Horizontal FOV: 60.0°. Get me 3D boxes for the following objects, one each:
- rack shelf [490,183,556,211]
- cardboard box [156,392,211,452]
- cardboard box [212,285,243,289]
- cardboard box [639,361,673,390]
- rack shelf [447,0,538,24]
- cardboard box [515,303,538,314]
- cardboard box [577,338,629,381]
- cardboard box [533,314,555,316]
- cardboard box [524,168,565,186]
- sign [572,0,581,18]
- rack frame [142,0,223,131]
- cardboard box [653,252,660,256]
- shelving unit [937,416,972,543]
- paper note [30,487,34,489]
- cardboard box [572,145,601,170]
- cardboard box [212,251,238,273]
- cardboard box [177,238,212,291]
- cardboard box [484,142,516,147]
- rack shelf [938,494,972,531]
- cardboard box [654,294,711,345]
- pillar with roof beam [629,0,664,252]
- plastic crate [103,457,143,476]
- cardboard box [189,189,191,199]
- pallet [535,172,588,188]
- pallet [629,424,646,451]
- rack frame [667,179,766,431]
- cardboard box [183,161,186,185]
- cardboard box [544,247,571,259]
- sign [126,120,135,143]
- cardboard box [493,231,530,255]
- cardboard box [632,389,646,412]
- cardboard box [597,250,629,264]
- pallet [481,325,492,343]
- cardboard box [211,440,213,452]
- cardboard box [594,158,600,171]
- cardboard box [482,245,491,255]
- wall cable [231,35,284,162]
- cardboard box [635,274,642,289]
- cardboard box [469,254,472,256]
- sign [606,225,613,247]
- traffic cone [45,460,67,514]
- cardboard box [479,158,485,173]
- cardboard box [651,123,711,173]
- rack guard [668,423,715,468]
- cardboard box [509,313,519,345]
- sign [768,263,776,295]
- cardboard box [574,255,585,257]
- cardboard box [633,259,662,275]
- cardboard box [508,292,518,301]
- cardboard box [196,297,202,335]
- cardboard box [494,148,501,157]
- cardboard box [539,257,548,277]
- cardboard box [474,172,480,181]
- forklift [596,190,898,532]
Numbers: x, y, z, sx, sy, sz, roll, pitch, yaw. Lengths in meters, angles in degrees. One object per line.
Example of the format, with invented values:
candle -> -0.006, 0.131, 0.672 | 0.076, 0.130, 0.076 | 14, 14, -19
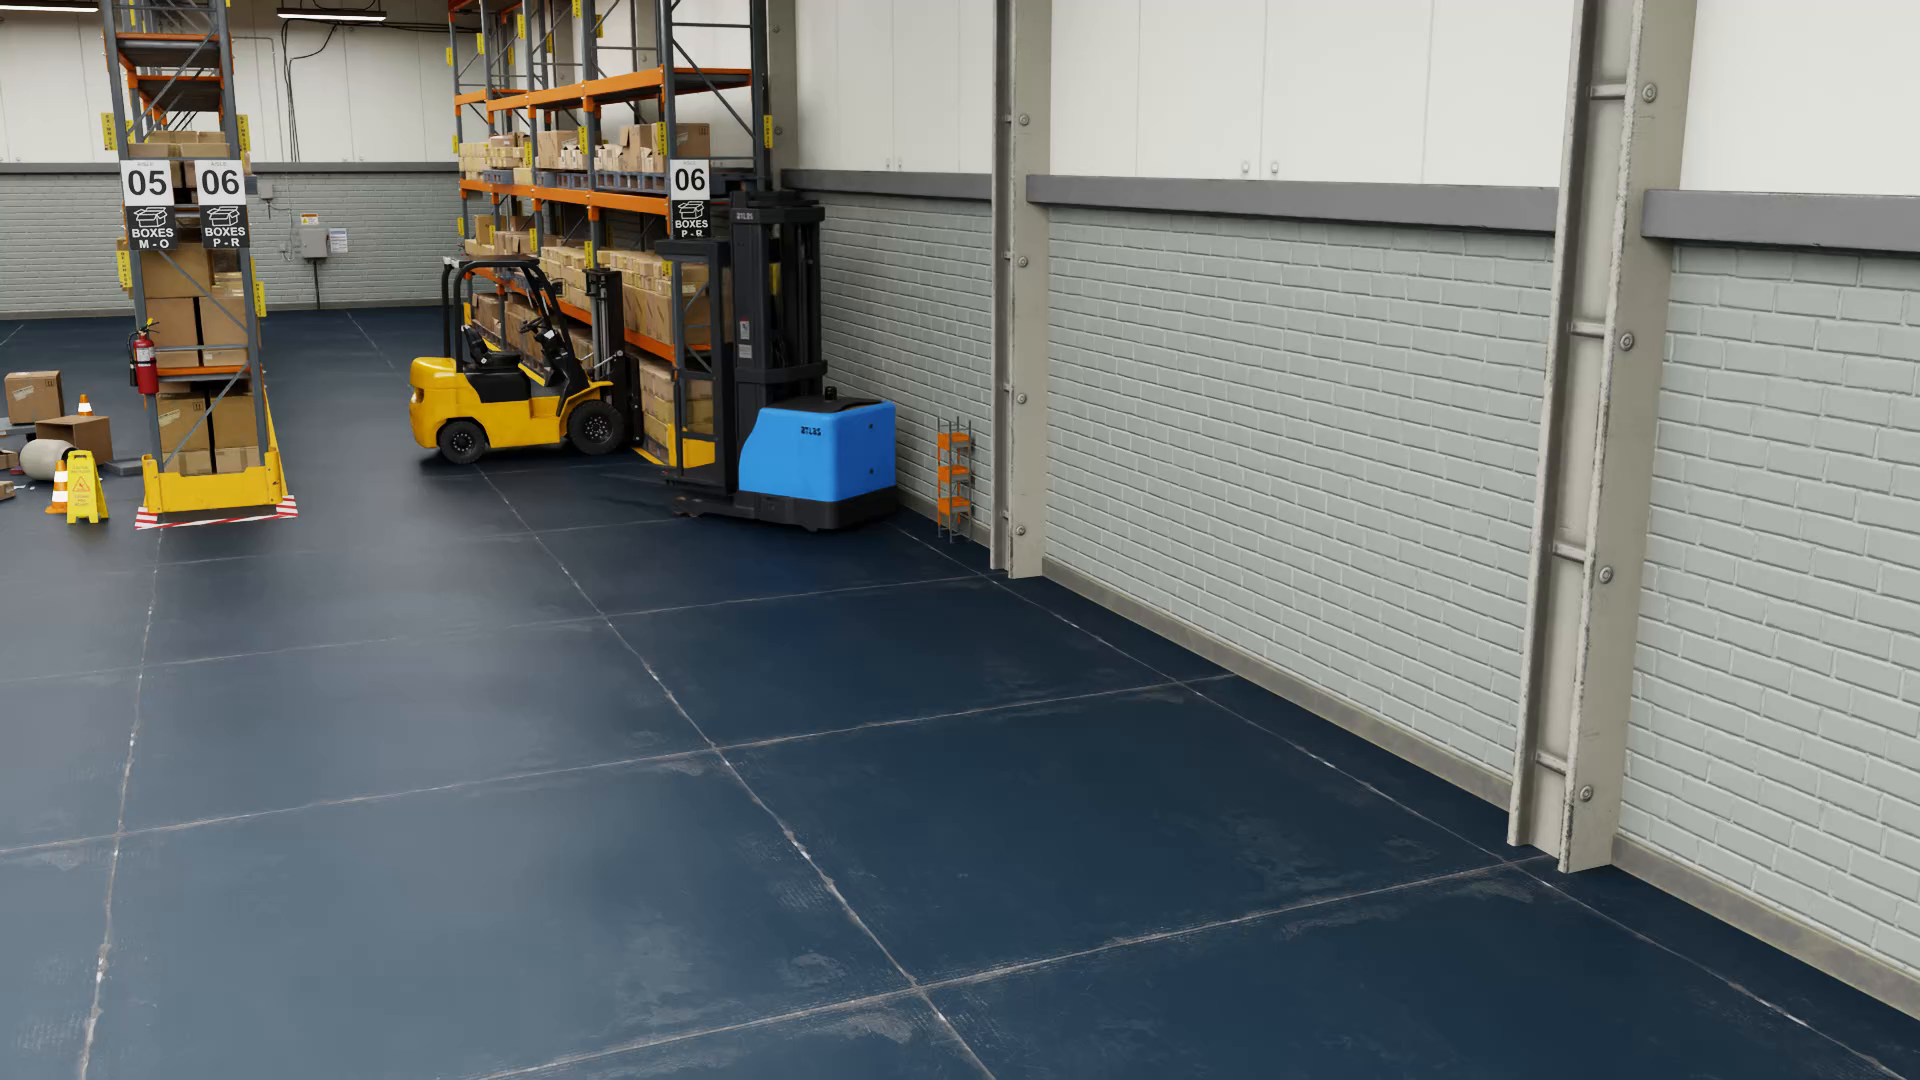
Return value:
rack shelf -> -6.495, -5.403, 26.005 | 1.077, 0.370, 4.000 | -6, 14, -23
cardboard box -> -7.595, -1.149, 16.186 | 0.500, 0.500, 0.500 | -6, 14, -23
cardboard box -> -7.387, -2.305, 16.796 | 0.500, 0.500, 0.500 | -6, 14, -24
cardboard box -> -3.380, -1.853, 18.674 | 0.500, 0.250, 0.500 | -5, 14, -22
rack shelf -> -8.097, -9.310, 28.862 | 1.077, 0.370, 4.000 | -6, 14, -23
cardboard box -> -7.101, -3.808, 27.343 | 0.380, 0.149, 0.250 | -6, 15, -26
cardboard box -> -4.614, -2.368, 22.283 | 0.875, 0.625, 0.625 | -6, 14, -24
cardboard box -> -6.326, -3.373, 25.464 | 0.380, 0.149, 0.250 | -6, 14, -25
cardboard box -> -6.122, -5.351, 24.518 | 0.500, 0.250, 0.500 | -6, 14, -25
sign -> -4.584, -6.417, 19.893 | 0.100, 0.325, 0.005 | -6, 14, -23
rack frame -> -11.842, -7.179, 25.430 | 1.000, 3.000, 0.127 | -6, 14, -23
cardboard box -> -3.506, -3.414, 20.149 | 0.380, 0.149, 0.250 | -6, 14, -23
shelving unit -> -0.047, -0.519, 14.279 | 0.215, 1.050, 0.252 | -6, 14, -24
paper note -> -9.256, -0.520, 16.593 | 0.032, 0.001, 0.123 | -6, 14, -23
cardboard box -> -4.604, -4.851, 21.070 | 0.500, 0.311, 0.500 | -6, 14, -25
cardboard box -> -8.563, -3.124, 19.403 | 0.500, 0.500, 0.500 | -5, 14, -22
cardboard box -> -7.636, -2.649, 16.062 | 0.700, 0.500, 0.500 | -5, 14, -22
cardboard box -> -7.719, -6.564, 27.992 | 0.500, 0.250, 0.500 | -6, 14, -23
rack shelf -> -0.046, -0.238, 14.345 | 0.215, 0.259, 0.240 | -6, 14, -24
cardboard box -> -2.927, -2.353, 17.660 | 0.500, 0.500, 0.500 | -6, 14, -24
pillar with roof beam -> -8.290, -6.225, 21.308 | 9.100, 9.000, 0.400 | -6, 14, -23
plastic crate -> -8.760, -0.782, 17.573 | 0.402, 0.080, 0.583 | -12, 18, -42
cardboard box -> -7.806, -3.629, 17.304 | 0.380, 0.149, 0.250 | -5, 14, -22
pallet -> -5.340, -5.116, 23.588 | 1.213, 0.211, 1.003 | -5, 14, -20
pallet -> -3.318, -1.273, 19.403 | 1.003, 0.211, 1.213 | -6, 14, -23
rack frame -> -2.489, -2.226, 17.335 | 1.000, 3.000, 0.127 | -6, 14, -23
cardboard box -> -7.415, -3.647, 16.497 | 0.500, 0.250, 0.500 | -5, 14, -21
cardboard box -> -5.728, -4.096, 23.755 | 0.380, 0.149, 0.250 | -5, 14, -22
sign -> -9.145, -4.457, 18.304 | 0.100, 0.325, 0.005 | -6, 14, -23
cardboard box -> -7.307, -4.838, 27.469 | 0.700, 0.500, 0.500 | -5, 14, -22
cardboard box -> -3.387, -1.616, 18.758 | 0.500, 0.250, 0.500 | -6, 14, -24
cardboard box -> -4.235, -3.469, 20.387 | 0.380, 0.149, 0.250 | -5, 14, -22
pallet -> -8.063, -3.741, 30.066 | 1.003, 0.211, 1.213 | -6, 14, -23
cardboard box -> -8.021, -1.000, 17.204 | 0.500, 0.250, 0.500 | -6, 14, -25
cardboard box -> -4.190, -4.524, 20.018 | 0.380, 0.149, 0.250 | -5, 14, -22
cardboard box -> -8.125, -5.067, 29.281 | 0.500, 0.250, 0.500 | -6, 14, -23
wall cable -> -15.291, -9.222, 34.260 | 2.355, 3.000, 0.029 | -6, 14, -23
cardboard box -> -3.421, -2.900, 18.586 | 0.380, 0.149, 0.250 | -6, 14, -23
cardboard box -> -9.018, -5.316, 31.245 | 0.380, 0.149, 0.250 | -6, 14, -23
sign -> -5.186, -4.494, 24.565 | 0.100, 0.325, 0.005 | -6, 14, -23
traffic cone -> -8.390, -0.513, 15.561 | 0.336, 0.463, 0.334 | -6, 14, -23
cardboard box -> -7.936, -6.422, 28.485 | 0.500, 0.250, 0.500 | -6, 14, -25
cardboard box -> -2.890, -4.059, 17.227 | 0.500, 0.500, 0.500 | -5, 14, -21
rack guard -> -2.479, -1.003, 17.595 | 1.175, 0.500, 0.348 | -6, 14, -23
cardboard box -> -7.086, -3.463, 27.290 | 0.500, 0.500, 0.500 | -6, 14, -24
sign -> -1.978, -2.735, 17.440 | 0.100, 0.325, 0.005 | -6, 14, -23
cardboard box -> -4.876, -3.677, 21.943 | 0.380, 0.149, 0.250 | -6, 14, -24
cardboard box -> -3.429, -3.045, 18.555 | 0.380, 0.149, 0.250 | -5, 14, -22
cardboard box -> -7.340, -4.060, 27.774 | 0.380, 0.149, 0.250 | -6, 14, -24
cardboard box -> -8.085, -2.372, 17.083 | 0.500, 0.500, 0.500 | -5, 14, -22
cardboard box -> -7.216, -6.185, 26.534 | 0.380, 0.149, 0.250 | -6, 14, -24
cardboard box -> -5.763, -3.933, 23.936 | 0.500, 0.250, 0.500 | -6, 14, -23
cardboard box -> -8.354, -6.407, 29.306 | 0.380, 0.149, 0.250 | -5, 14, -22
forklift -> -2.084, -1.727, 15.332 | 3.031, 2.935, 1.130 | 8, 15, 32
